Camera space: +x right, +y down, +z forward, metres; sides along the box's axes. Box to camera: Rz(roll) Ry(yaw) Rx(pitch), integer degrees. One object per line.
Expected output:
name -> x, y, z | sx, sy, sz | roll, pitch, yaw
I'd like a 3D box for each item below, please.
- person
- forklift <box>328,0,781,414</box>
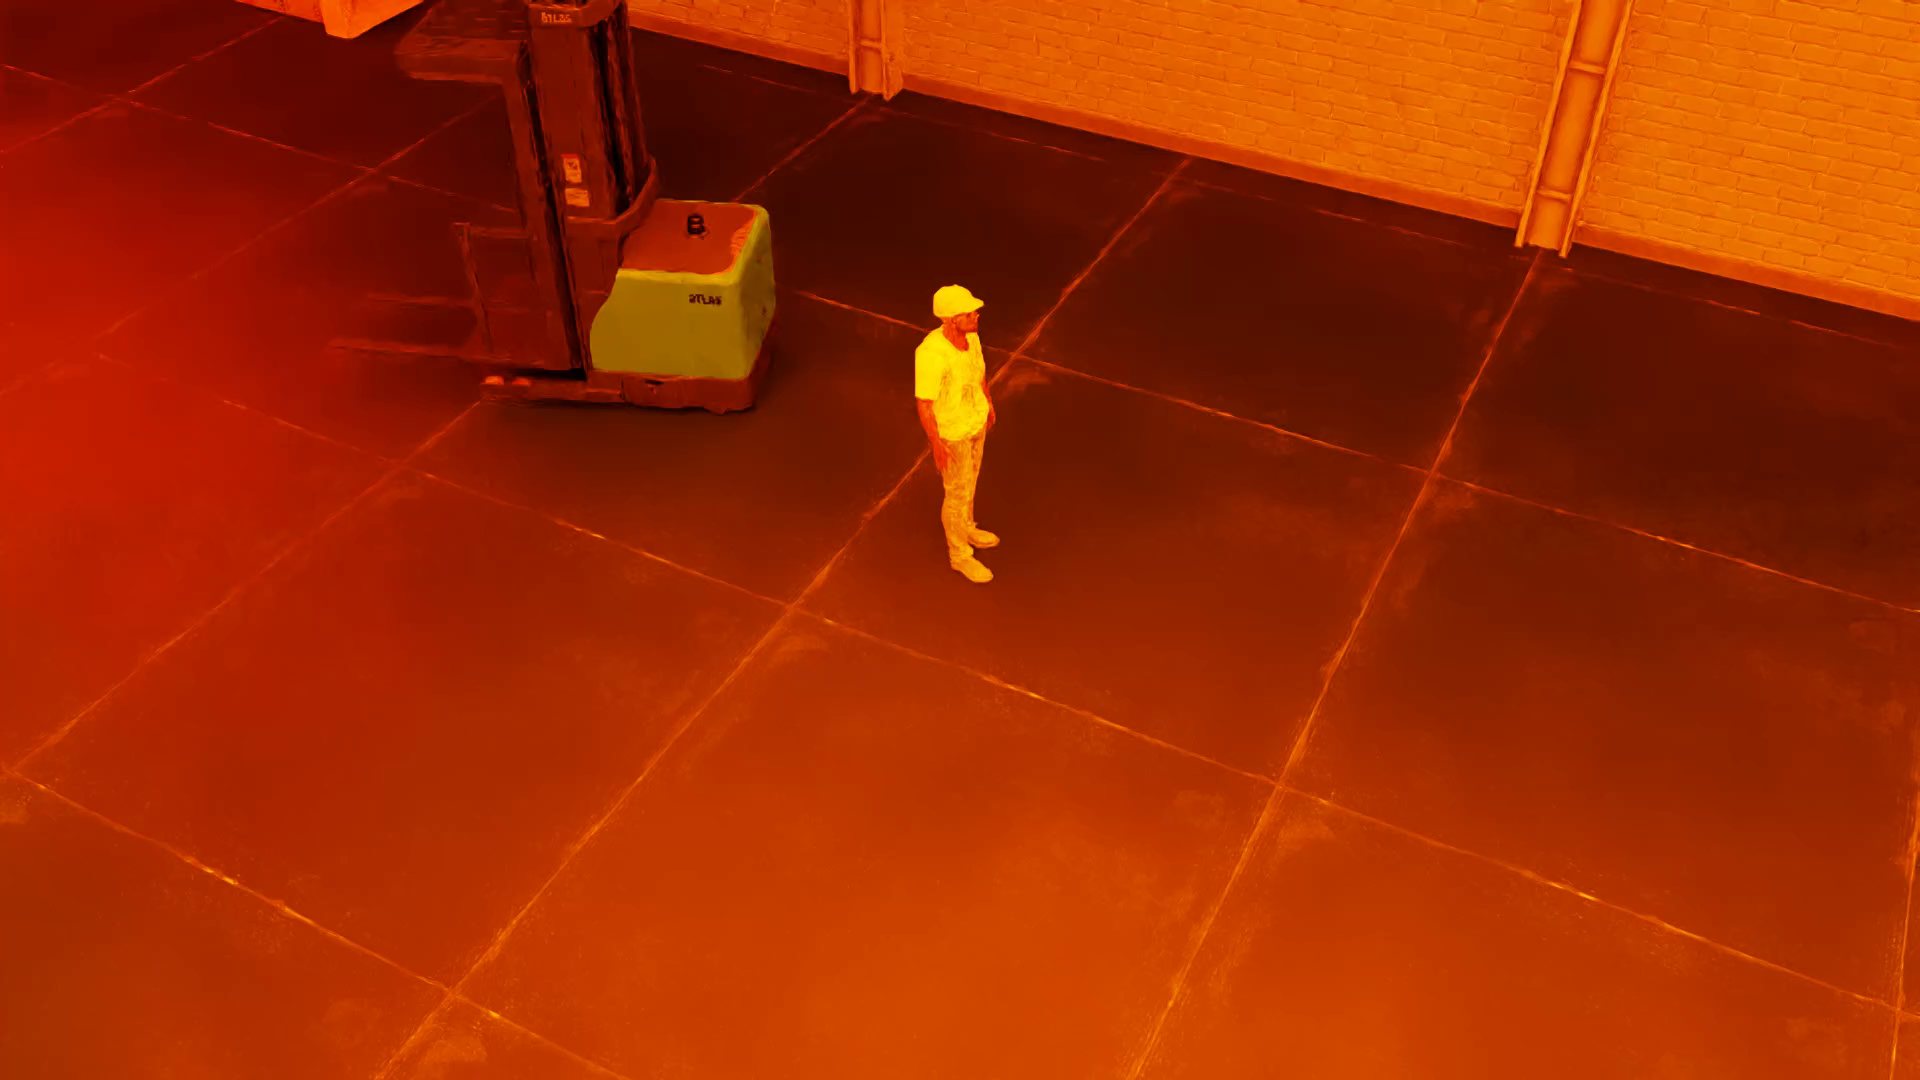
person -> 0.059, -0.657, 9.660 | 0.576, 1.766, 0.665 | 18, 43, 21
forklift -> -2.840, -2.395, 10.830 | 3.031, 2.935, 1.130 | 5, 40, 6
